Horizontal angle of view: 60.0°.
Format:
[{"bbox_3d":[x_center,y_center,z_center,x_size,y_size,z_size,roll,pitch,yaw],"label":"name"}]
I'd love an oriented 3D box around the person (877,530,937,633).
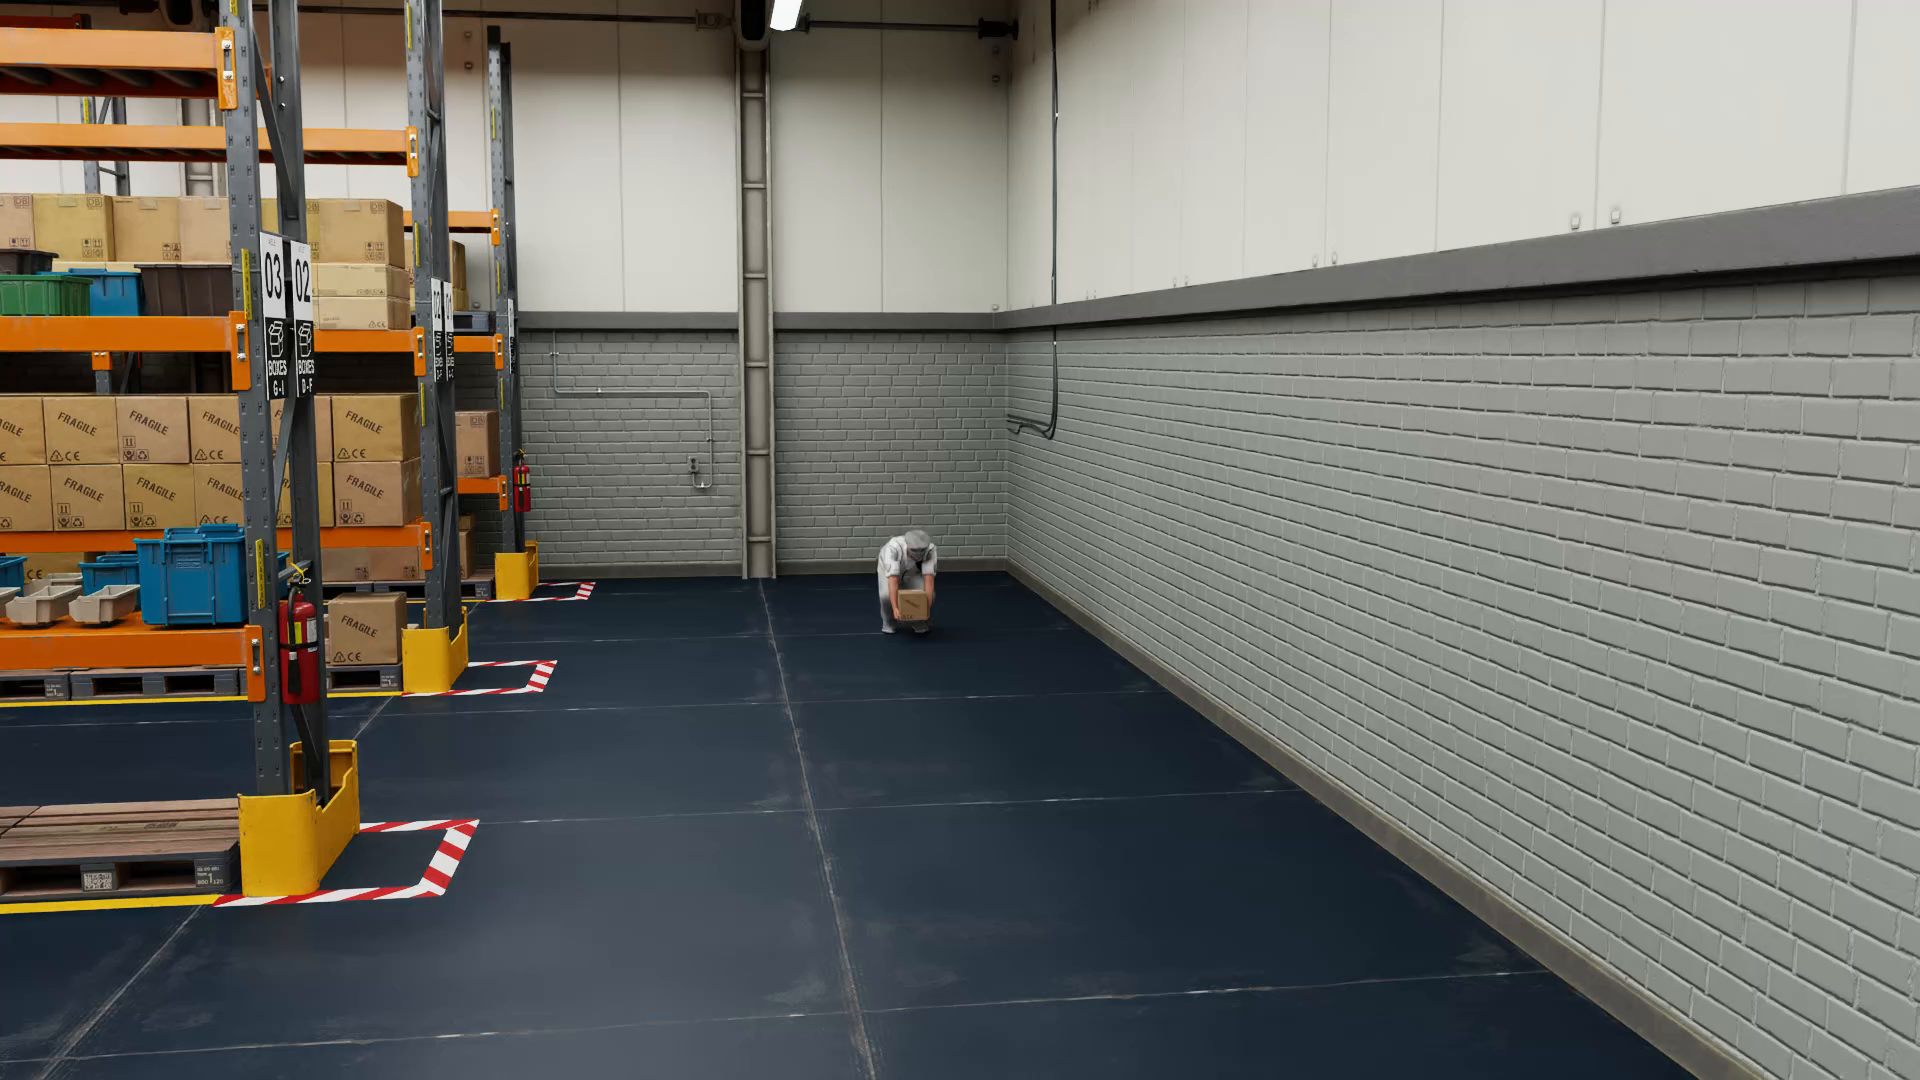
[{"bbox_3d":[-0.497,0.380,15.601,0.535,1.023,0.987,-1,7,-10],"label":"person"}]
